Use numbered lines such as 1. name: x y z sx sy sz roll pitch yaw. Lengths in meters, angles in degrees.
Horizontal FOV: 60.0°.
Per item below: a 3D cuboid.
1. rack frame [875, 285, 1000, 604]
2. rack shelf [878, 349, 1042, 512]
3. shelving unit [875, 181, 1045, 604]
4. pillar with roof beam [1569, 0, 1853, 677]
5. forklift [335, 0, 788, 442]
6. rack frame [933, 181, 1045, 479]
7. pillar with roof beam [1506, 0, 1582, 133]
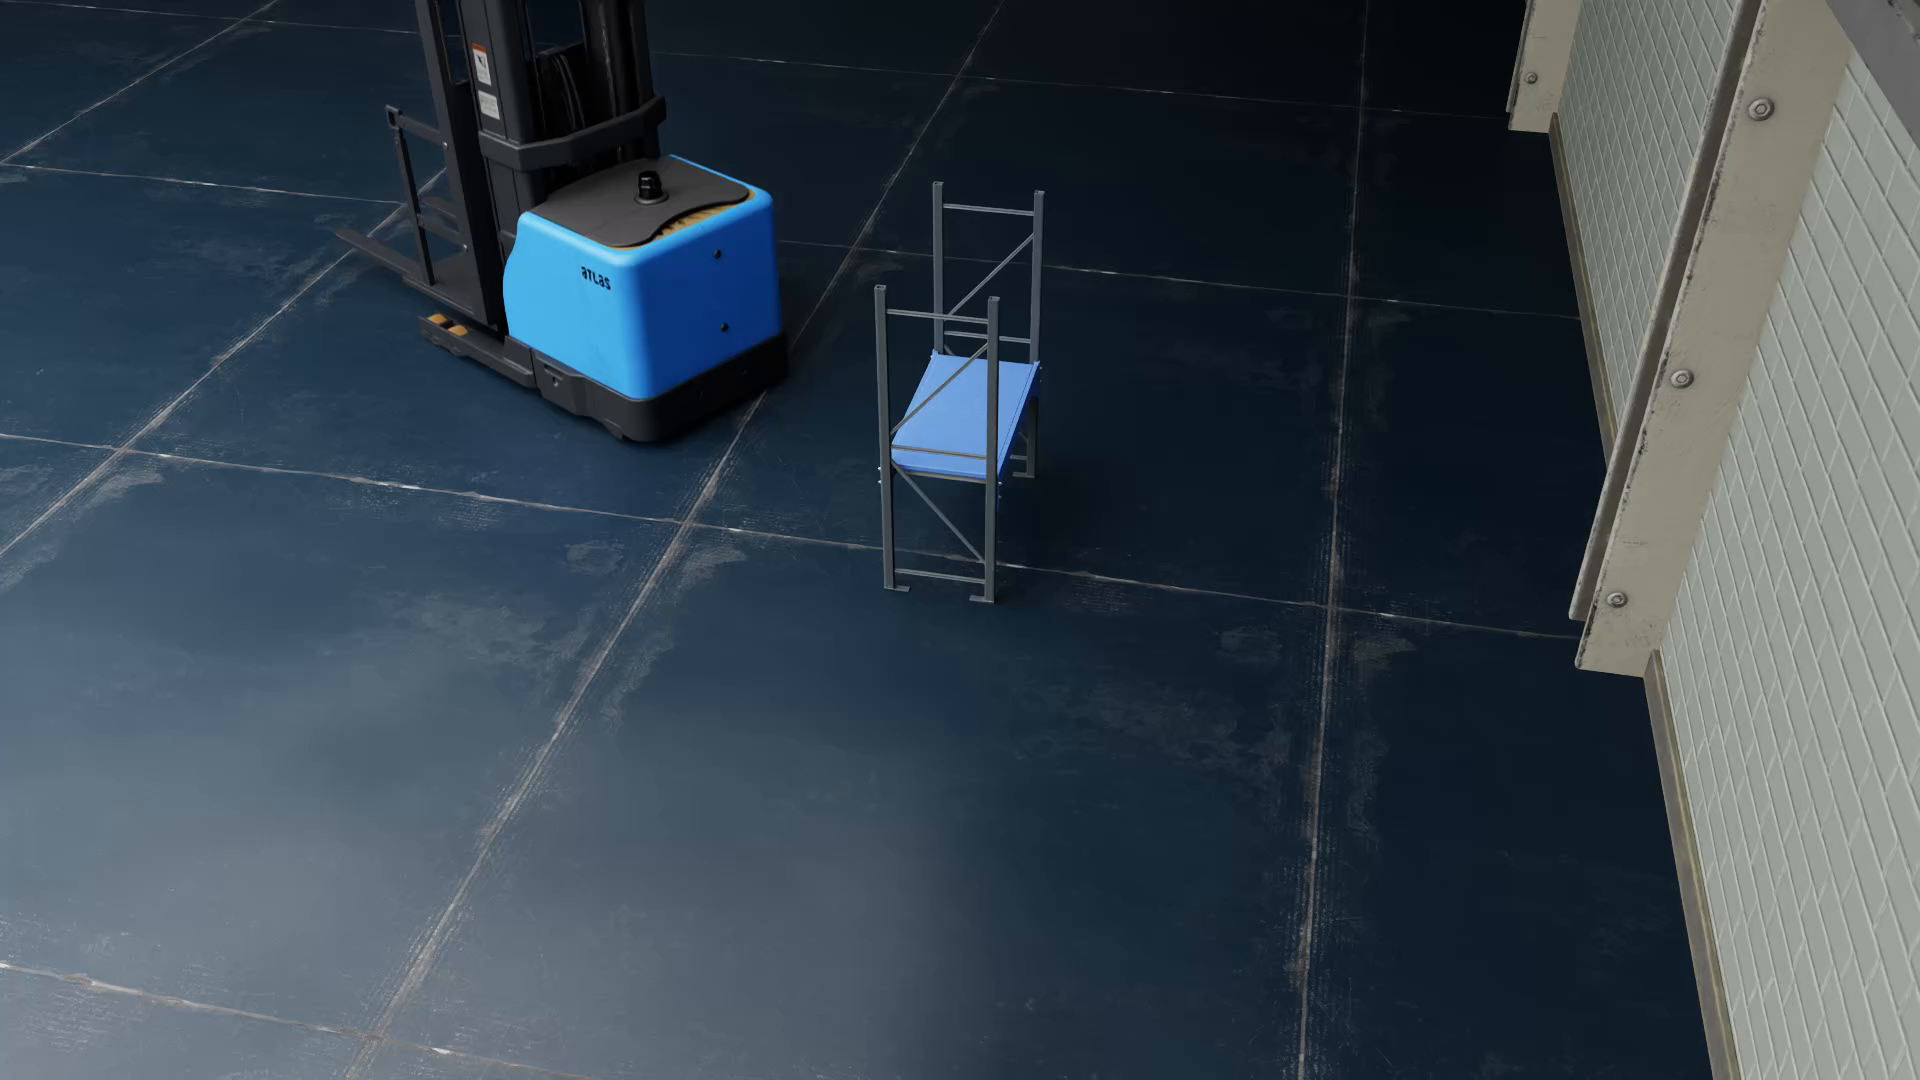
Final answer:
1. rack frame: -0.090 -0.365 6.975 0.500 1.500 0.032 7 37 10
2. rack shelf: 0.018 -0.511 7.483 0.538 0.185 1.000 7 37 10
3. shelving unit: 0.018 -0.656 7.377 0.538 1.500 1.048 7 37 10
4. pillar with roof beam: -1.418 -3.737 5.239 9.100 9.000 0.400 7 37 10
5. forklift: -2.363 -2.407 8.573 3.031 2.935 1.130 27 44 32
6. rack frame: 0.127 -0.948 7.779 0.500 1.500 0.032 7 37 10
7. pillar with roof beam: -0.137 -7.177 9.985 9.100 9.000 0.400 7 37 10
